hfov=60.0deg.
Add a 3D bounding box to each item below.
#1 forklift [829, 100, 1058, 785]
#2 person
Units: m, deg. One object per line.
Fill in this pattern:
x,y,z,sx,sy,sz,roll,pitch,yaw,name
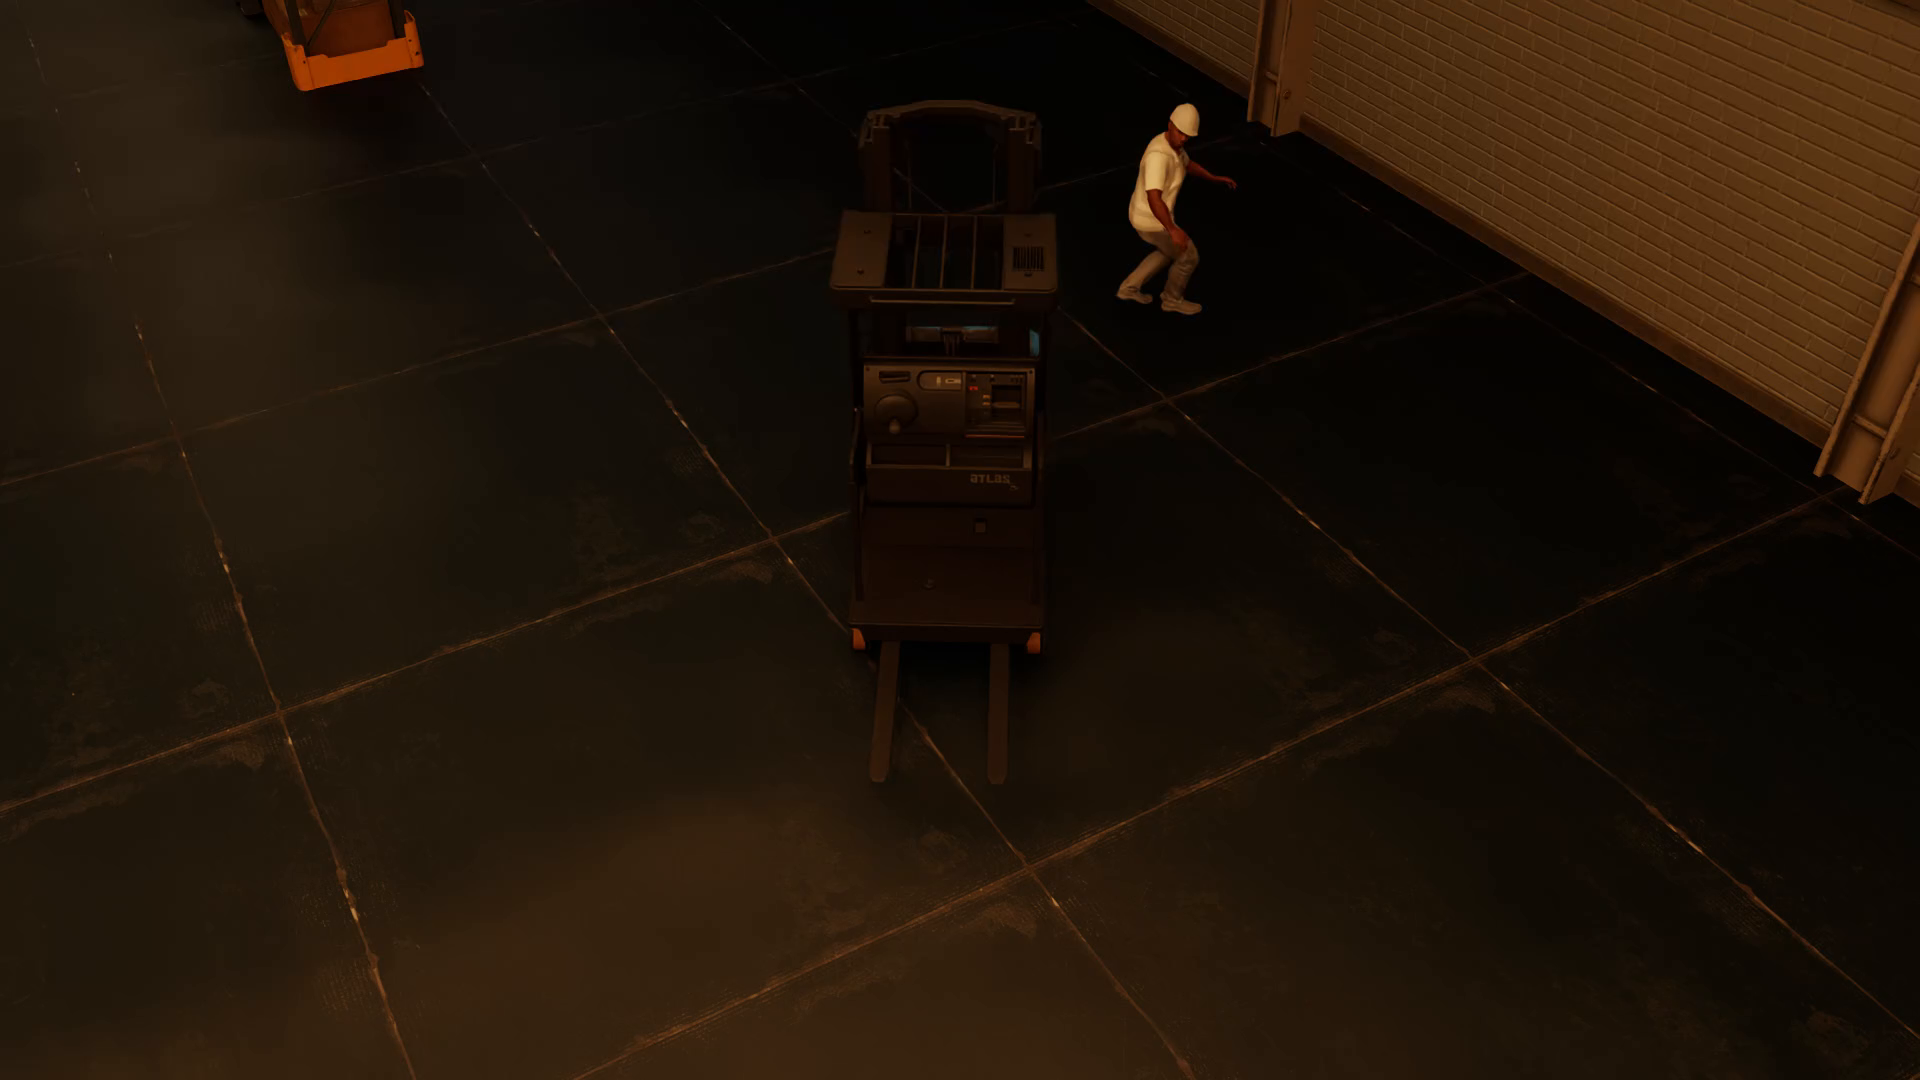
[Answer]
-0.064,-0.683,8.859,1.130,2.935,3.031,1,40,1,forklift
1.575,-2.294,11.819,0.841,1.631,0.923,-1,40,-1,person
